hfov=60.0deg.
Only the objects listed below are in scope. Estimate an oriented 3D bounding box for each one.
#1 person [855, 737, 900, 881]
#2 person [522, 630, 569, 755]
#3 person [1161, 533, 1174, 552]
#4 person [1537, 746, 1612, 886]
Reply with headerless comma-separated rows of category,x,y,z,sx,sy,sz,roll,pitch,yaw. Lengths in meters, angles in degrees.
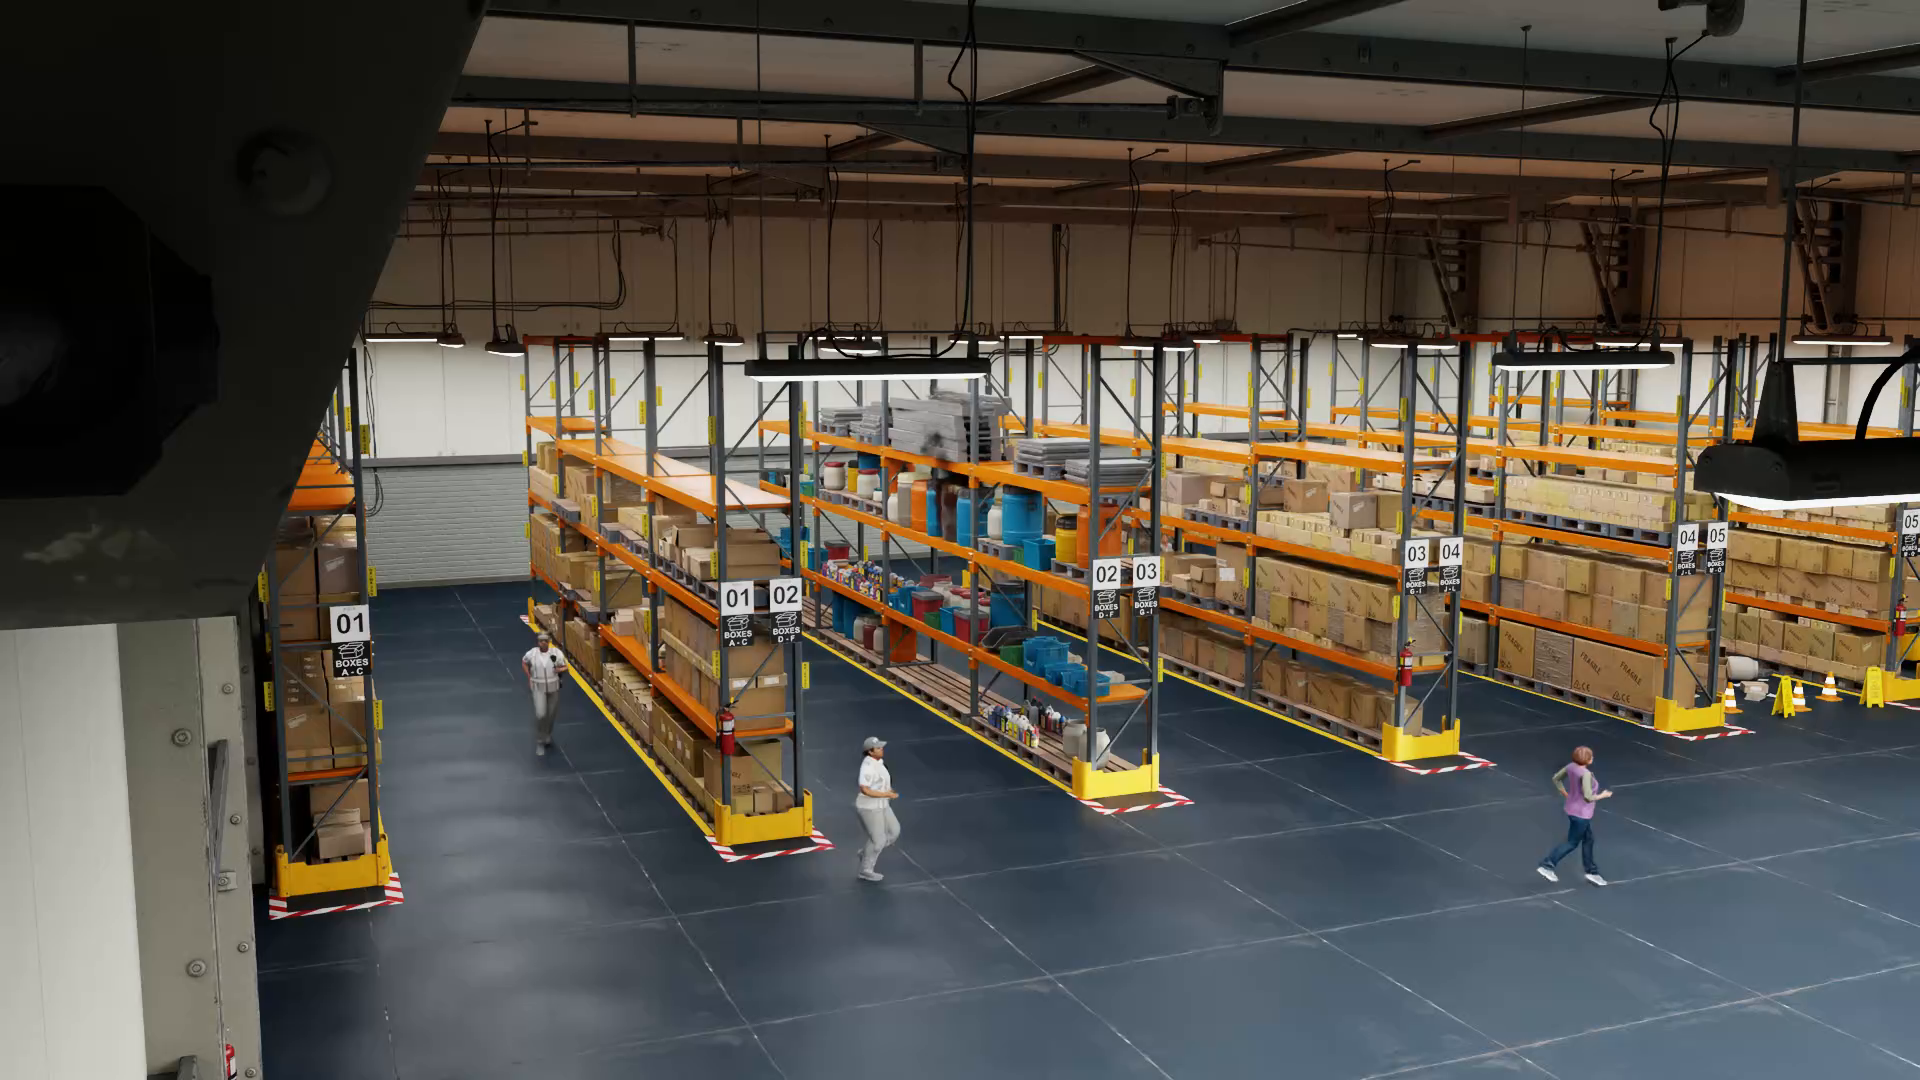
person,-0.926,3.037,18.845,0.534,1.640,0.626,1,8,10
person,-6.079,2.227,24.473,0.641,1.855,0.782,-3,8,-21
person,4.603,0.630,37.089,0.553,1.557,0.634,-2,8,-16
person,6.854,3.082,18.498,0.821,1.629,0.530,0,8,1
